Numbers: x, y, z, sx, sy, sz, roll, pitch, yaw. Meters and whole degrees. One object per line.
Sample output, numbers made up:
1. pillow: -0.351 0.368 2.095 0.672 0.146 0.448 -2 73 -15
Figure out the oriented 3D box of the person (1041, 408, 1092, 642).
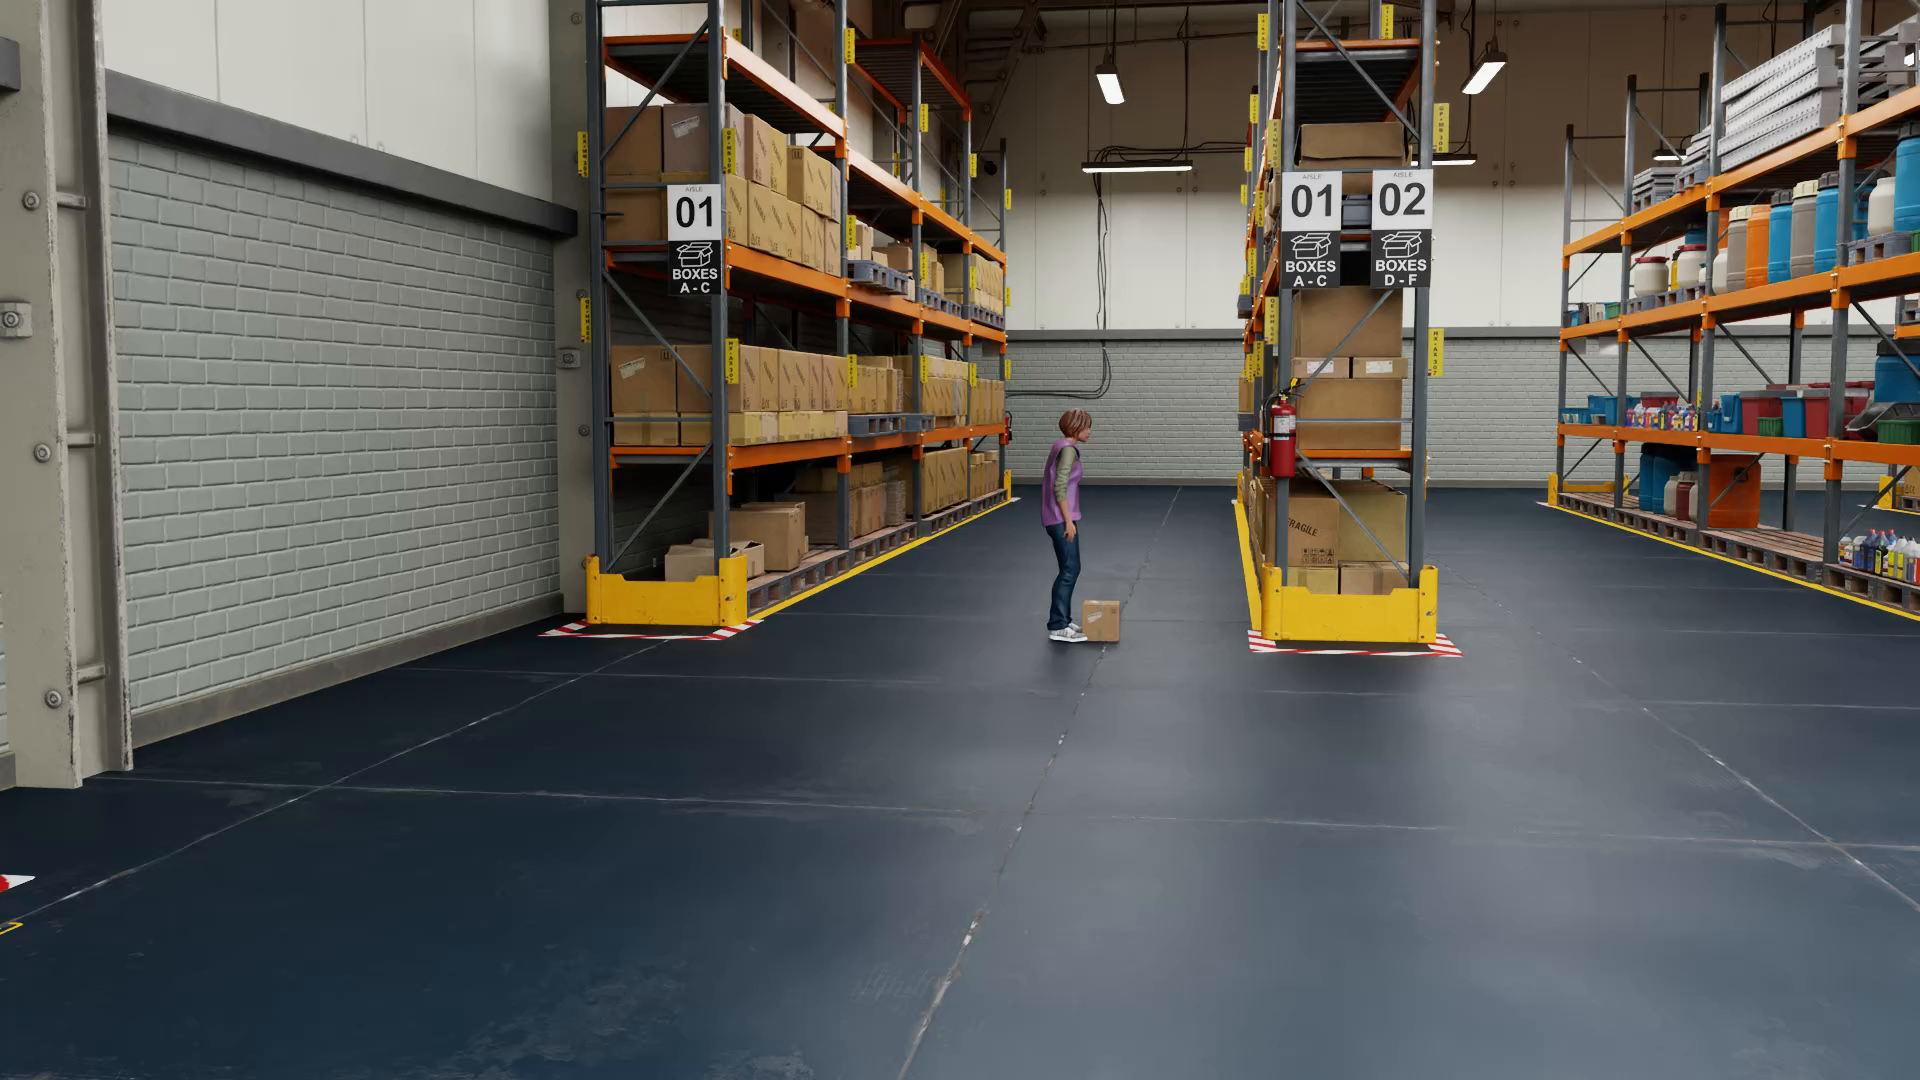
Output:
1. person: 0.733 -0.111 11.492 0.348 1.591 0.479 0 5 5
